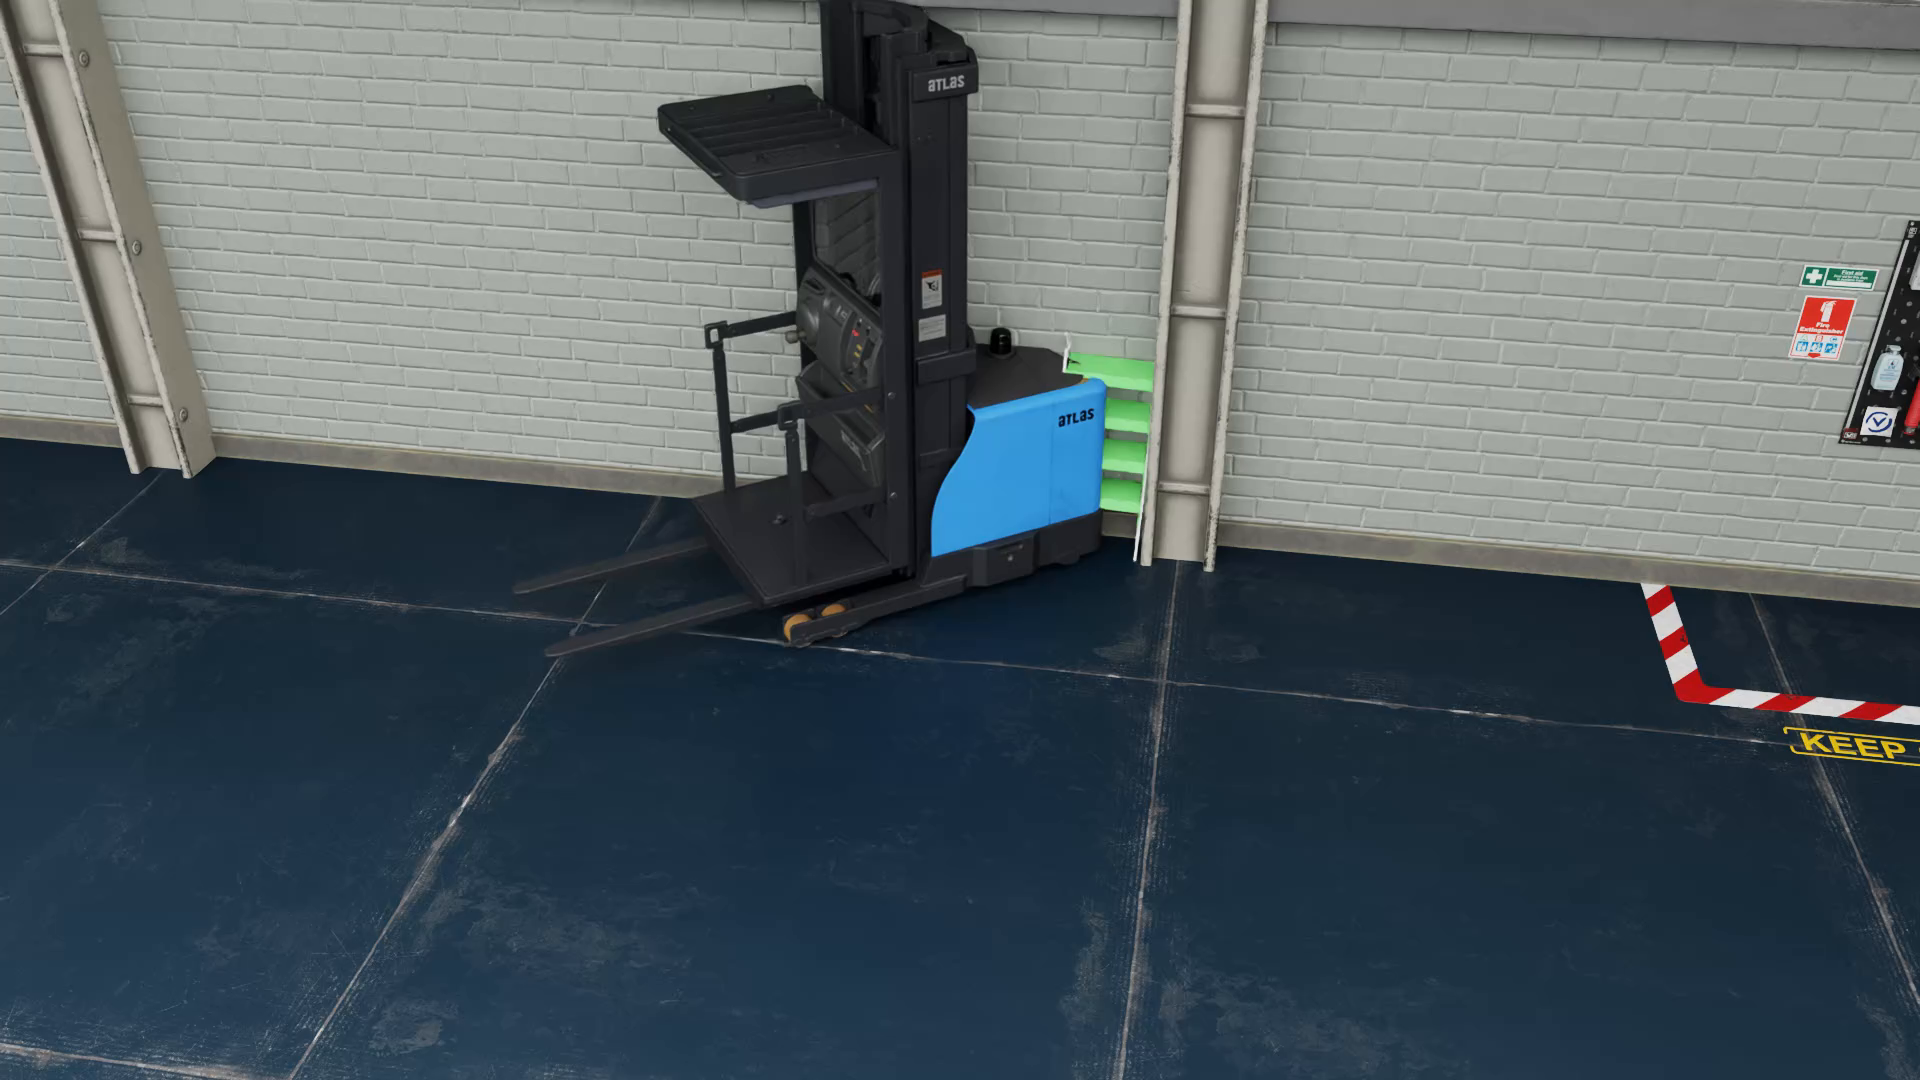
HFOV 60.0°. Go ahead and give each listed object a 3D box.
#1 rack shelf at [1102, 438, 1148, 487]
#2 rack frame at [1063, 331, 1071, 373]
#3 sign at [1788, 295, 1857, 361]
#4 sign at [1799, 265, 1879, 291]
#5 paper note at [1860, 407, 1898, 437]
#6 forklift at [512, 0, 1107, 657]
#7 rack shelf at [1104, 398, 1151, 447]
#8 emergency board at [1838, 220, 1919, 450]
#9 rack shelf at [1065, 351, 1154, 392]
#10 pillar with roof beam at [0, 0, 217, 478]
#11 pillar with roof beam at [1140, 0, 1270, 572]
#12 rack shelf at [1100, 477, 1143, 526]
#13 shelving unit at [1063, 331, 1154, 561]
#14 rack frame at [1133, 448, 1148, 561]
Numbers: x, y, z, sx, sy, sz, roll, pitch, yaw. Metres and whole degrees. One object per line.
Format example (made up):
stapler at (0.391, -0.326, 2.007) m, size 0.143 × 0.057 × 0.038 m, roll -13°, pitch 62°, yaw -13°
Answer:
rack shelf at (0.761, -0.437, 8.924) m, size 0.480 × 0.148 × 0.258 m, roll 7°, pitch 31°, yaw 5°
rack frame at (0.524, -0.522, 8.913) m, size 0.015 × 1.200 × 0.240 m, roll 7°, pitch 31°, yaw 5°
sign at (4.159, -1.022, 8.021) m, size 0.234 × 0.329 × 0.001 m, roll 5°, pitch 32°, yaw 8°
sign at (4.162, -1.241, 7.873) m, size 0.331 × 0.109 × 0.001 m, roll 5°, pitch 32°, yaw 8°
paper note at (4.523, -0.582, 8.182) m, size 0.142 × 0.148 × 0.016 m, roll 5°, pitch 32°, yaw 8°
forklift at (-0.778, -1.021, 8.119) m, size 3.031 × 2.935 × 1.130 m, roll -15°, pitch 35°, yaw -23°
rack shelf at (0.776, -0.643, 8.802) m, size 0.480 × 0.148 × 0.258 m, roll 7°, pitch 31°, yaw 5°
emergency board at (4.681, -0.913, 7.882) m, size 0.626 × 1.169 × 0.157 m, roll 5°, pitch 32°, yaw 8°
rack shelf at (0.790, -0.849, 8.679) m, size 0.480 × 0.148 × 0.258 m, roll 7°, pitch 31°, yaw 5°
pillar with roof beam at (-5.437, -2.025, 4.004) m, size 0.400 × 9.000 × 9.100 m, roll 5°, pitch 32°, yaw 8°
pillar with roof beam at (0.477, -1.490, 3.148) m, size 0.400 × 9.000 × 9.100 m, roll 5°, pitch 32°, yaw 8°
rack shelf at (0.746, -0.231, 9.046) m, size 0.480 × 0.148 × 0.258 m, roll 7°, pitch 31°, yaw 5°
shelving unit at (0.765, -0.492, 8.891) m, size 0.503 × 1.200 × 0.258 m, roll 7°, pitch 31°, yaw 5°
rack frame at (1.006, -0.462, 8.870) m, size 0.015 × 1.200 × 0.240 m, roll 7°, pitch 31°, yaw 5°
